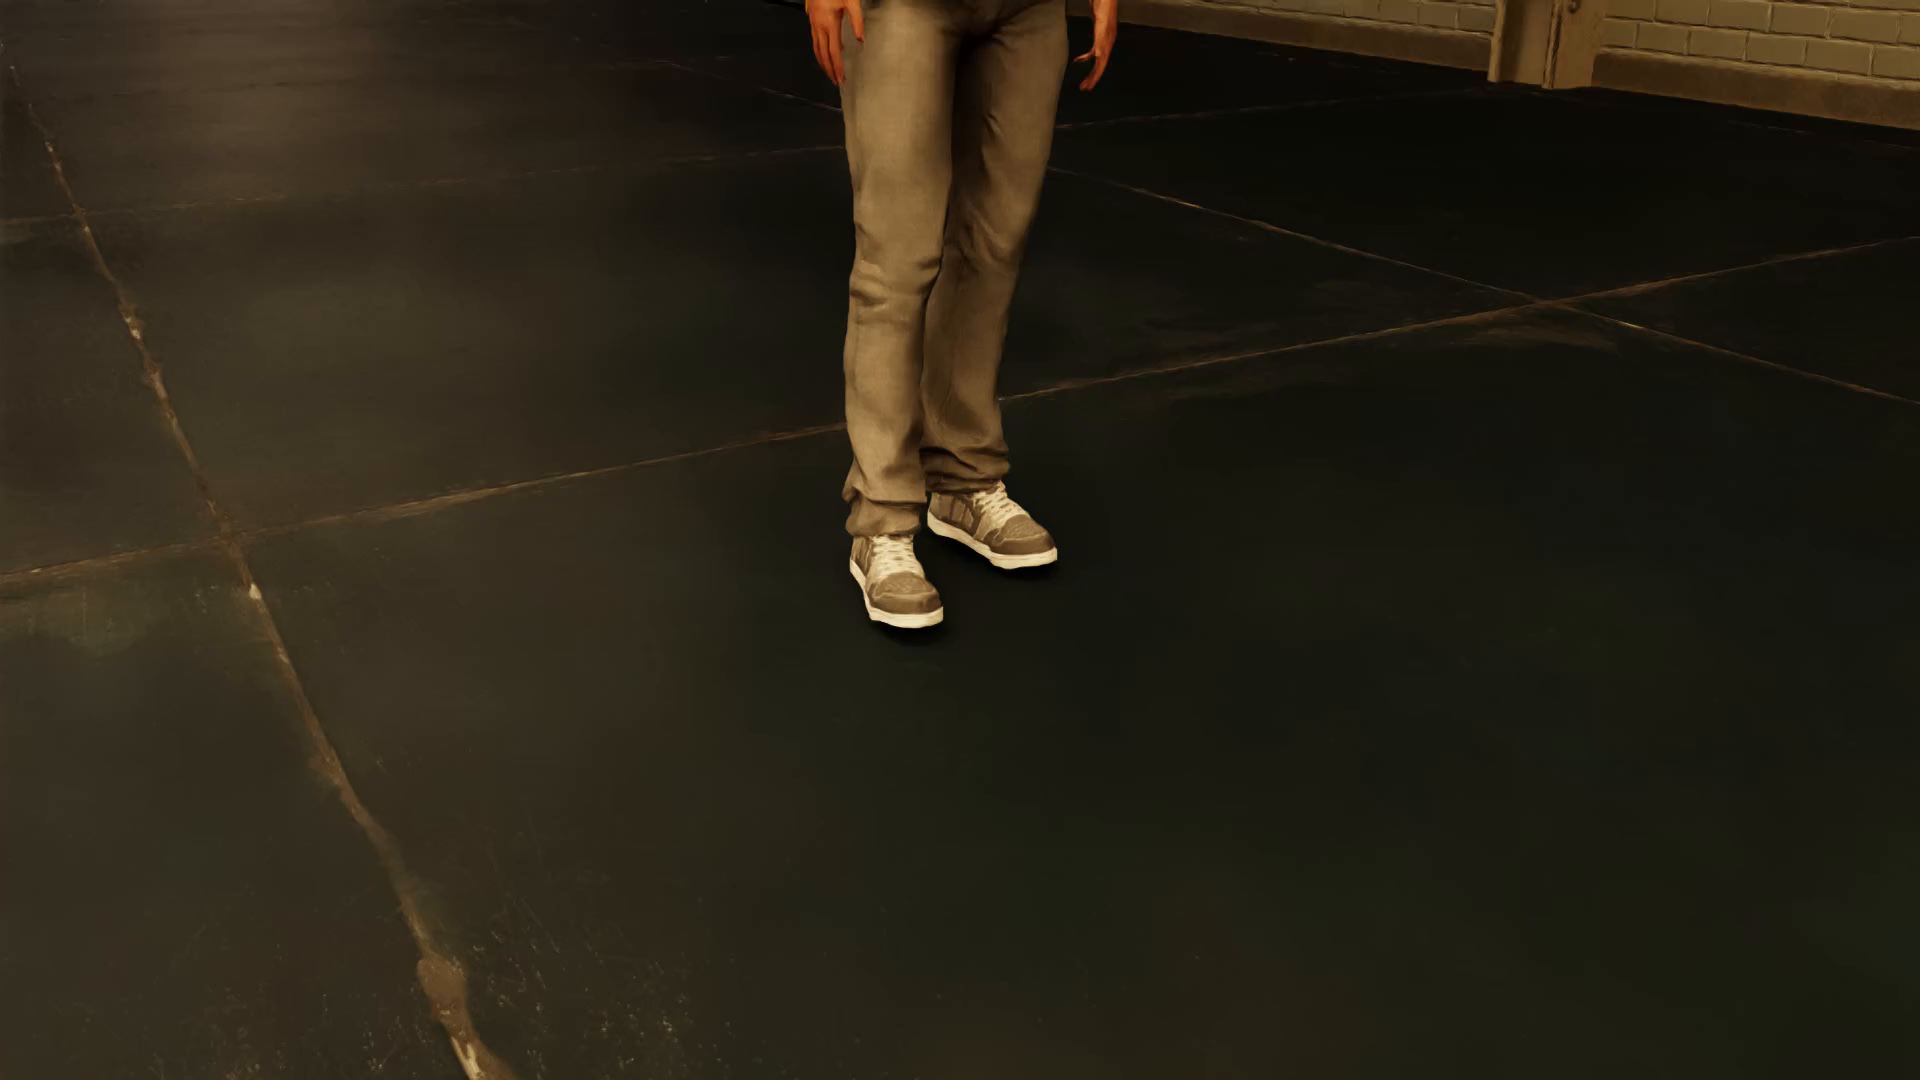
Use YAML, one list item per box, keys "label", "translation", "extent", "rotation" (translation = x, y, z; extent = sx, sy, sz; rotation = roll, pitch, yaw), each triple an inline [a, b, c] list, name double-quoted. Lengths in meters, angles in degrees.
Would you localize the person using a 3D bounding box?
- label: "person"
  translation: [0.025, -0.718, 2.263]
  extent: [0.521, 1.597, 0.474]
  rotation: [-12, 25, -28]
